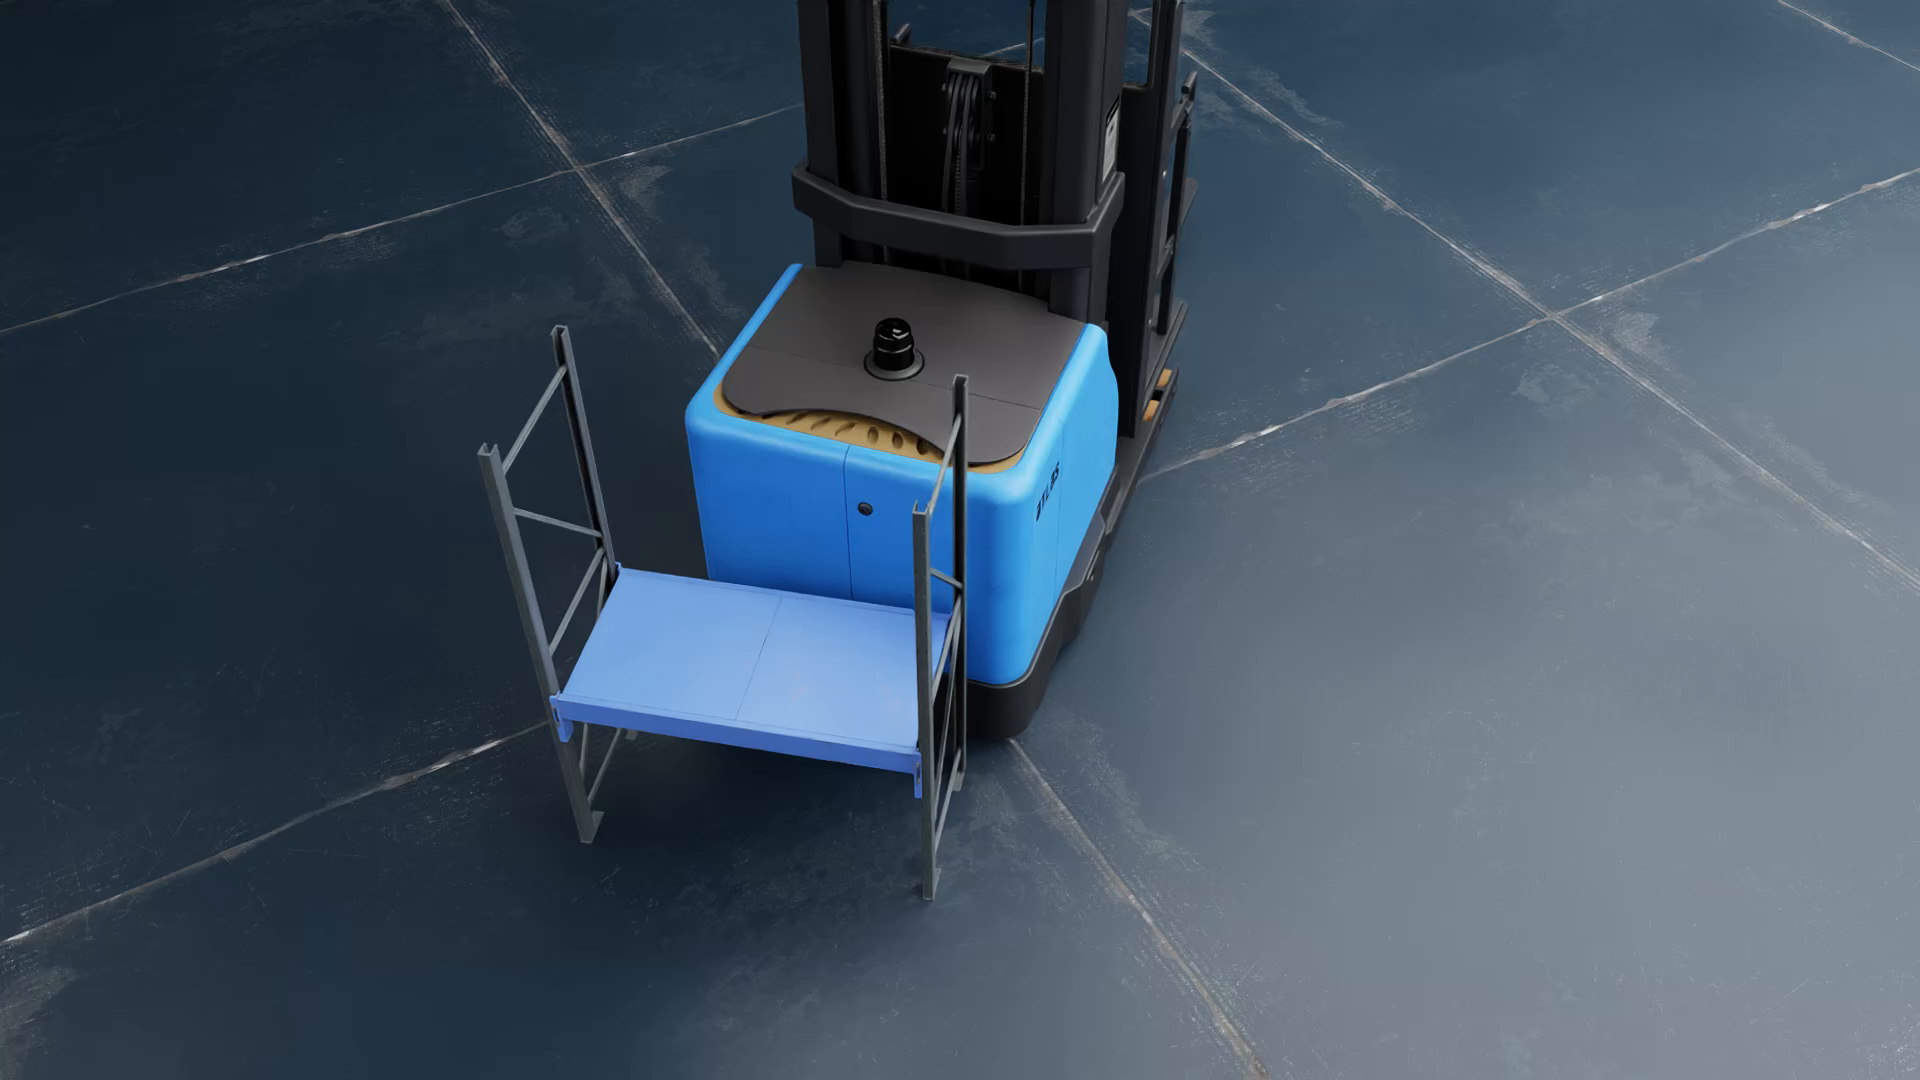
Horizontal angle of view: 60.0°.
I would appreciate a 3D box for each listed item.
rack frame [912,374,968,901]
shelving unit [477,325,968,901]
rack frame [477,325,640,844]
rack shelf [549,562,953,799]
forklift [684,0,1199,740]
[{"bbox_3d":[-0.043,0.310,4.353,0.032,1.500,0.500,8,45,8],"label":"rack frame"},{"bbox_3d":[-0.542,0.242,4.424,1.048,1.500,0.538,8,45,8],"label":"shelving unit"},{"bbox_3d":[-1.041,0.174,4.494,0.032,1.500,0.500,8,45,8],"label":"rack frame"},{"bbox_3d":[-0.542,0.371,4.549,1.000,0.185,0.538,8,45,8],"label":"rack shelf"},{"bbox_3d":[0.182,-1.491,5.182,1.130,2.935,3.031,14,46,14],"label":"forklift"}]
